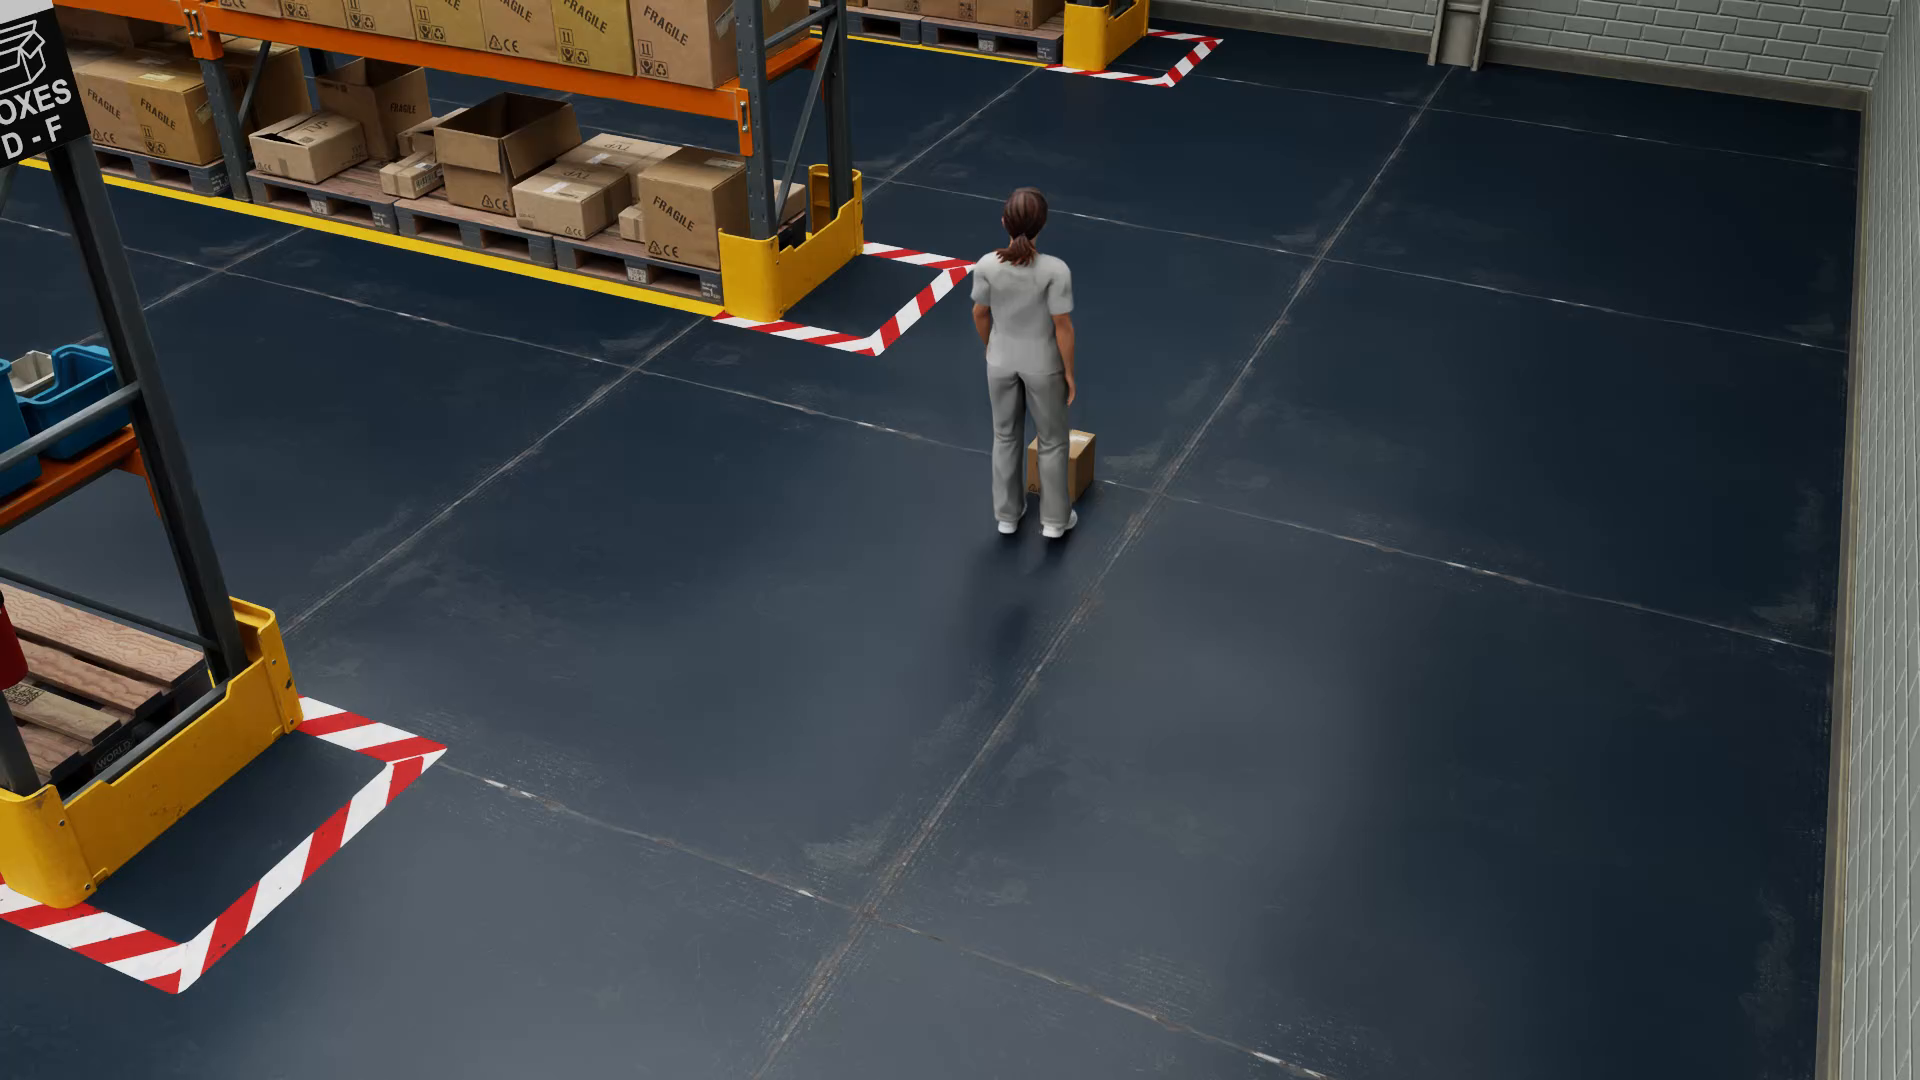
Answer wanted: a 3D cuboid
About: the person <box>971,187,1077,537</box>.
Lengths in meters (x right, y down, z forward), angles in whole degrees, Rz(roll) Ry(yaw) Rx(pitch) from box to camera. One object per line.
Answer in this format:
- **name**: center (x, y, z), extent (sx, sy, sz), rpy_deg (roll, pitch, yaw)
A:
- **person**: center (0.292, -0.737, 7.240), extent (0.475, 1.685, 0.441), rpy_deg (11, 35, 16)
